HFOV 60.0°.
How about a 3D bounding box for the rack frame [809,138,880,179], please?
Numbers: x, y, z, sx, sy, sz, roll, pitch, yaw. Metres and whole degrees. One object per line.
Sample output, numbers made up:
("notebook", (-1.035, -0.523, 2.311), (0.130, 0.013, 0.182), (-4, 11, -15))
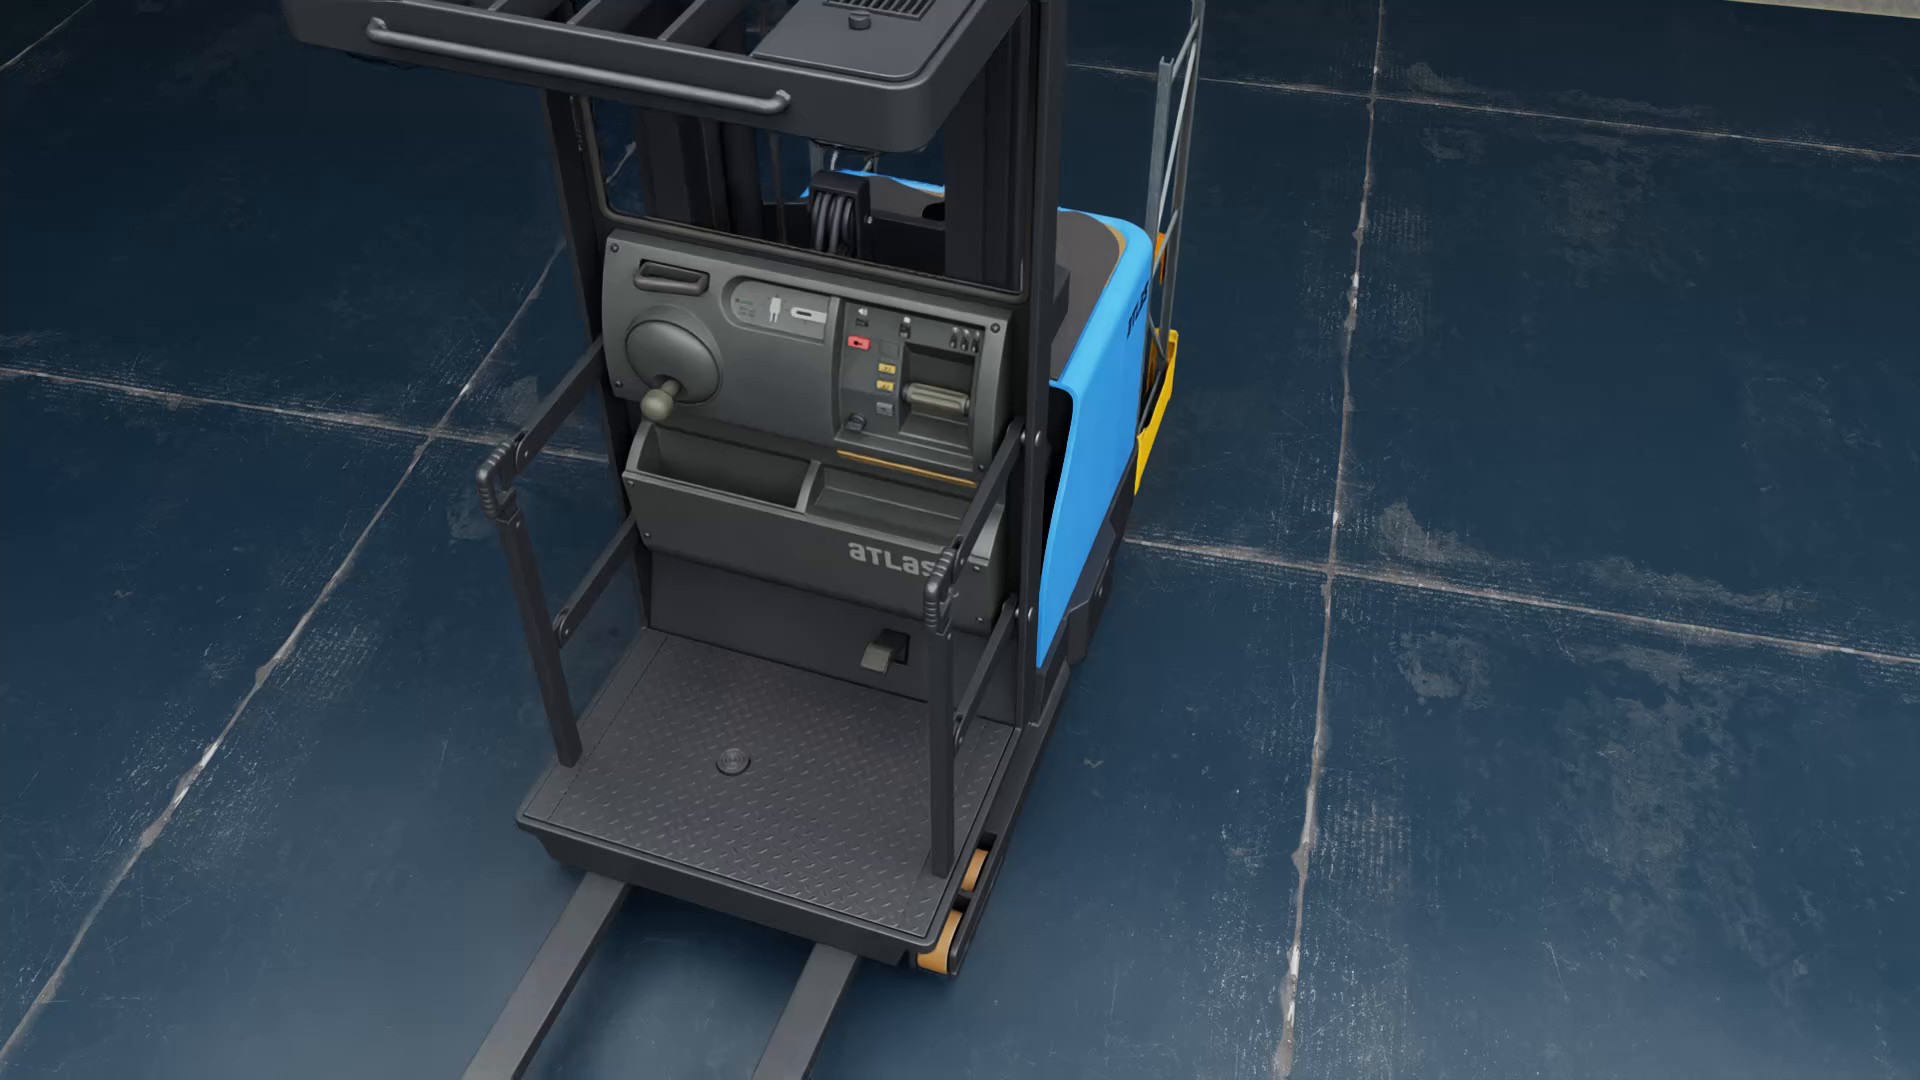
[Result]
("rack frame", (-0.355, -1.092, 5.303), (0.032, 1.500, 0.500), (12, 45, 12))

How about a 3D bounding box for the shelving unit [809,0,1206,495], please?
("shelving unit", (0.139, -0.985, 5.191), (1.083, 1.500, 0.587), (12, 45, 12))

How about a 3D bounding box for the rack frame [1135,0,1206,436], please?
("rack frame", (0.616, -0.881, 5.084), (0.032, 1.500, 0.500), (12, 45, 12))

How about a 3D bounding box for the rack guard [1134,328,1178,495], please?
("rack guard", (0.615, -0.431, 5.518), (0.087, 0.250, 0.587), (12, 45, 12))

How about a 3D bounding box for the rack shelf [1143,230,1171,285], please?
("rack shelf", (0.131, -0.857, 5.318), (1.000, 0.185, 0.538), (12, 45, 12))

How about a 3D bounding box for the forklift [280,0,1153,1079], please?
("forklift", (-0.419, -0.309, 3.457), (1.130, 2.935, 3.031), (14, 46, 14))
